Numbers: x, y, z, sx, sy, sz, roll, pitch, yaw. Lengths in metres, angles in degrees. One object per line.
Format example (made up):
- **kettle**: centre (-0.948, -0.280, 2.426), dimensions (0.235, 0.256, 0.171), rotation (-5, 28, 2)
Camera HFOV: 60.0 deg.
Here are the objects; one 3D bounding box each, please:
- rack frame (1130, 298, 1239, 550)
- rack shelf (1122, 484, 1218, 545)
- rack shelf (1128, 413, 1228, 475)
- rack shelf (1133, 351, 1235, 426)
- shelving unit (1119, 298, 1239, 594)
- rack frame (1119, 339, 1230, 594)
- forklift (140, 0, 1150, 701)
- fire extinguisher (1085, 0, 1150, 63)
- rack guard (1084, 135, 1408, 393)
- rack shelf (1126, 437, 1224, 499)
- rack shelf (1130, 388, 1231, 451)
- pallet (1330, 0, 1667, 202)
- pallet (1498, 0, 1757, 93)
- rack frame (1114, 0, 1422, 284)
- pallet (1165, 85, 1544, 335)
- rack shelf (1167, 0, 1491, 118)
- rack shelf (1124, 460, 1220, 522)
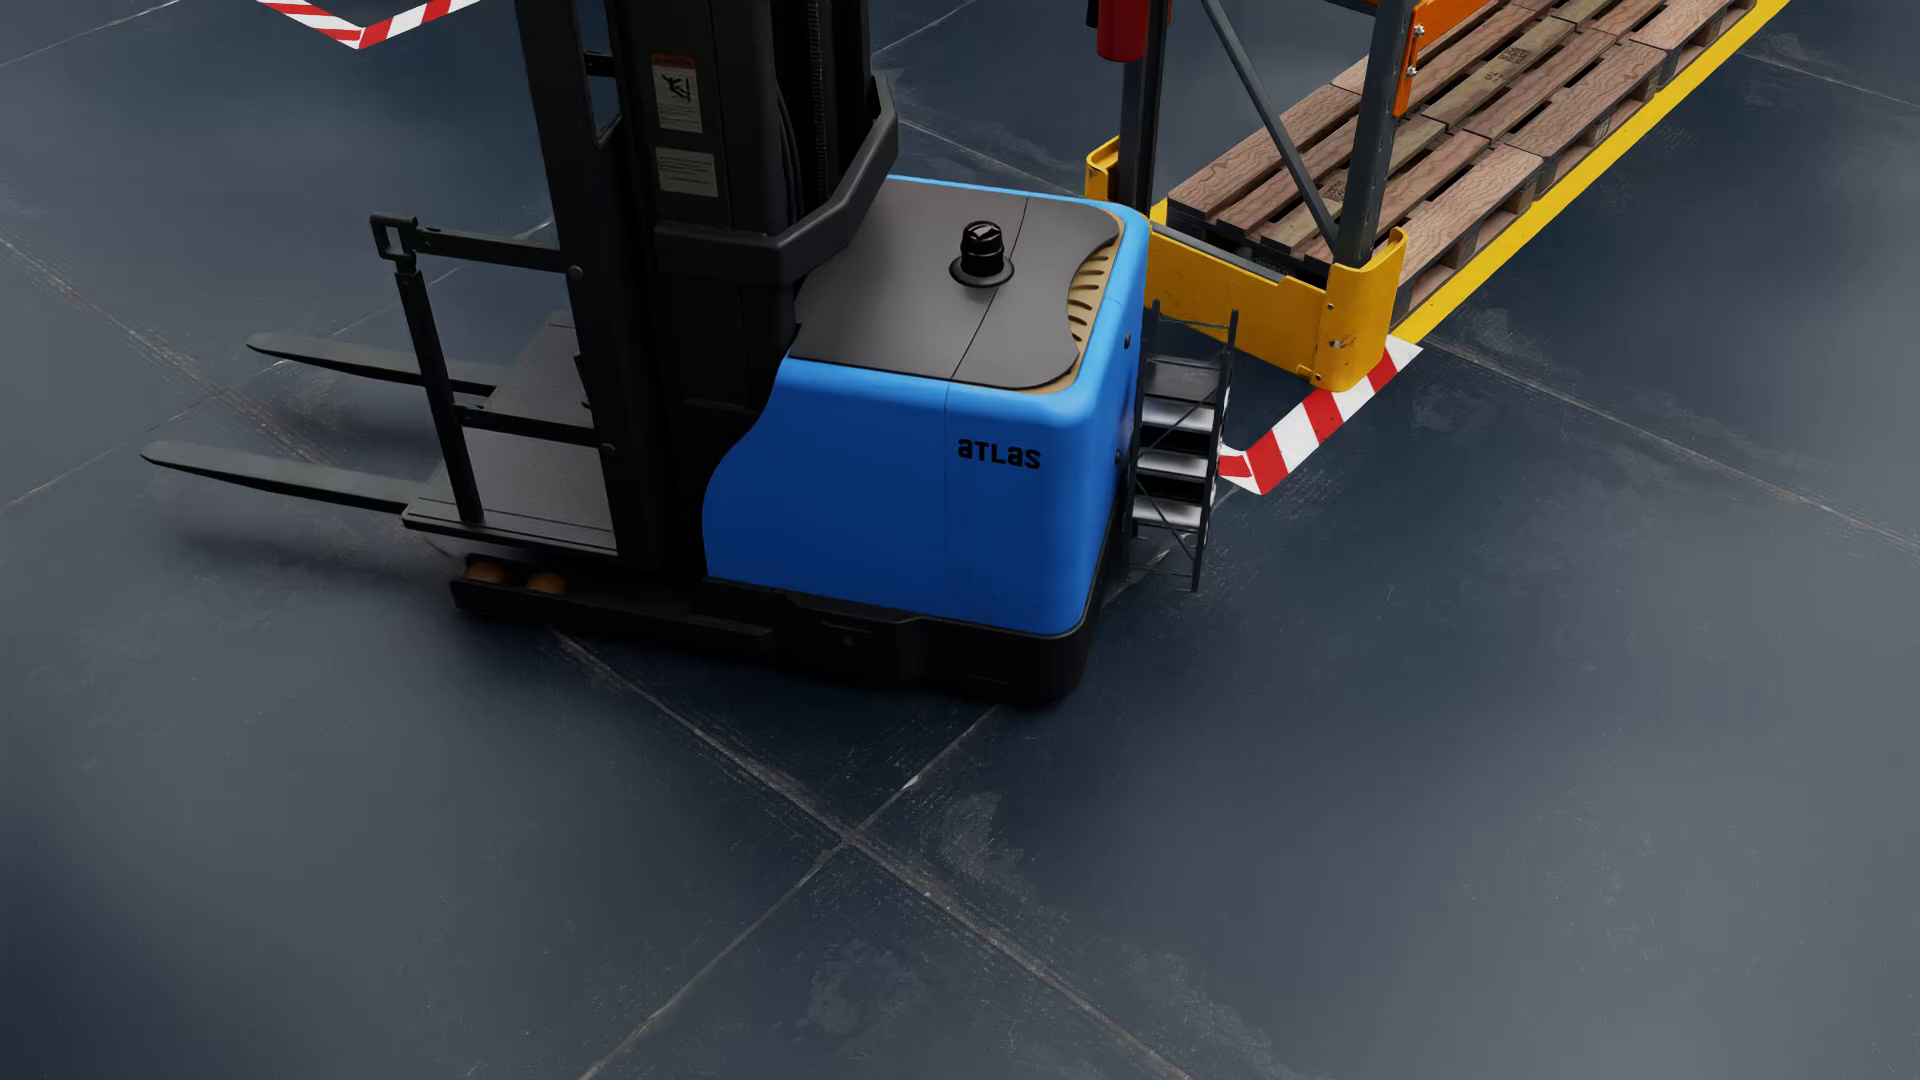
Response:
- **rack frame**: centre (0.657, -0.323, 4.935), dimensions (0.240, 0.900, 0.006), rotation (10, 43, 10)
- **rack shelf**: centre (0.632, -0.098, 5.006), dimensions (0.258, 0.077, 0.200), rotation (10, 43, 10)
- **rack shelf**: centre (0.632, -0.298, 4.824), dimensions (0.258, 0.077, 0.200), rotation (10, 43, 10)
- **rack shelf**: centre (0.633, -0.431, 4.703), dimensions (0.258, 0.077, 0.200), rotation (10, 43, 10)
- **shelving unit**: centre (0.632, -0.256, 4.862), dimensions (0.258, 0.900, 0.210), rotation (10, 43, 10)
- **rack frame**: centre (0.608, -0.190, 4.789), dimensions (0.240, 0.900, 0.006), rotation (10, 43, 10)
- **forklift**: centre (-1.025, -1.160, 4.347), dimensions (3.031, 2.935, 1.130), rotation (9, 43, 10)
- **fire extinguisher**: centre (0.550, -1.918, 5.465), dimensions (0.296, 0.674, 0.183), rotation (29, 50, 28)
- **rack guard**: centre (0.990, -1.023, 6.004), dimensions (1.175, 0.500, 0.348), rotation (29, 50, 28)
- **rack shelf**: centre (0.632, -0.232, 4.885), dimensions (0.258, 0.077, 0.200), rotation (10, 43, 10)
- **rack shelf**: centre (0.633, -0.365, 4.764), dimensions (0.258, 0.077, 0.200), rotation (10, 43, 10)
- **pallet**: centre (2.341, -1.967, 7.257), dimensions (1.003, 0.211, 1.213), rotation (29, 50, 28)
- **pallet**: centre (3.126, -2.598, 7.951), dimensions (1.003, 0.211, 1.213), rotation (29, 50, 28)
- **rack frame**: centre (0.995, -1.966, 5.182), dimensions (1.000, 3.000, 0.127), rotation (29, 50, 28)
- **pallet**: centre (1.555, -1.342, 6.569), dimensions (1.003, 0.211, 1.213), rotation (29, 50, 28)
- **rack shelf**: centre (2.282, -2.730, 6.557), dimensions (1.077, 0.370, 4.000), rotation (29, 50, 28)
- **rack shelf**: centre (0.632, -0.165, 4.945), dimensions (0.258, 0.077, 0.200), rotation (10, 43, 10)
